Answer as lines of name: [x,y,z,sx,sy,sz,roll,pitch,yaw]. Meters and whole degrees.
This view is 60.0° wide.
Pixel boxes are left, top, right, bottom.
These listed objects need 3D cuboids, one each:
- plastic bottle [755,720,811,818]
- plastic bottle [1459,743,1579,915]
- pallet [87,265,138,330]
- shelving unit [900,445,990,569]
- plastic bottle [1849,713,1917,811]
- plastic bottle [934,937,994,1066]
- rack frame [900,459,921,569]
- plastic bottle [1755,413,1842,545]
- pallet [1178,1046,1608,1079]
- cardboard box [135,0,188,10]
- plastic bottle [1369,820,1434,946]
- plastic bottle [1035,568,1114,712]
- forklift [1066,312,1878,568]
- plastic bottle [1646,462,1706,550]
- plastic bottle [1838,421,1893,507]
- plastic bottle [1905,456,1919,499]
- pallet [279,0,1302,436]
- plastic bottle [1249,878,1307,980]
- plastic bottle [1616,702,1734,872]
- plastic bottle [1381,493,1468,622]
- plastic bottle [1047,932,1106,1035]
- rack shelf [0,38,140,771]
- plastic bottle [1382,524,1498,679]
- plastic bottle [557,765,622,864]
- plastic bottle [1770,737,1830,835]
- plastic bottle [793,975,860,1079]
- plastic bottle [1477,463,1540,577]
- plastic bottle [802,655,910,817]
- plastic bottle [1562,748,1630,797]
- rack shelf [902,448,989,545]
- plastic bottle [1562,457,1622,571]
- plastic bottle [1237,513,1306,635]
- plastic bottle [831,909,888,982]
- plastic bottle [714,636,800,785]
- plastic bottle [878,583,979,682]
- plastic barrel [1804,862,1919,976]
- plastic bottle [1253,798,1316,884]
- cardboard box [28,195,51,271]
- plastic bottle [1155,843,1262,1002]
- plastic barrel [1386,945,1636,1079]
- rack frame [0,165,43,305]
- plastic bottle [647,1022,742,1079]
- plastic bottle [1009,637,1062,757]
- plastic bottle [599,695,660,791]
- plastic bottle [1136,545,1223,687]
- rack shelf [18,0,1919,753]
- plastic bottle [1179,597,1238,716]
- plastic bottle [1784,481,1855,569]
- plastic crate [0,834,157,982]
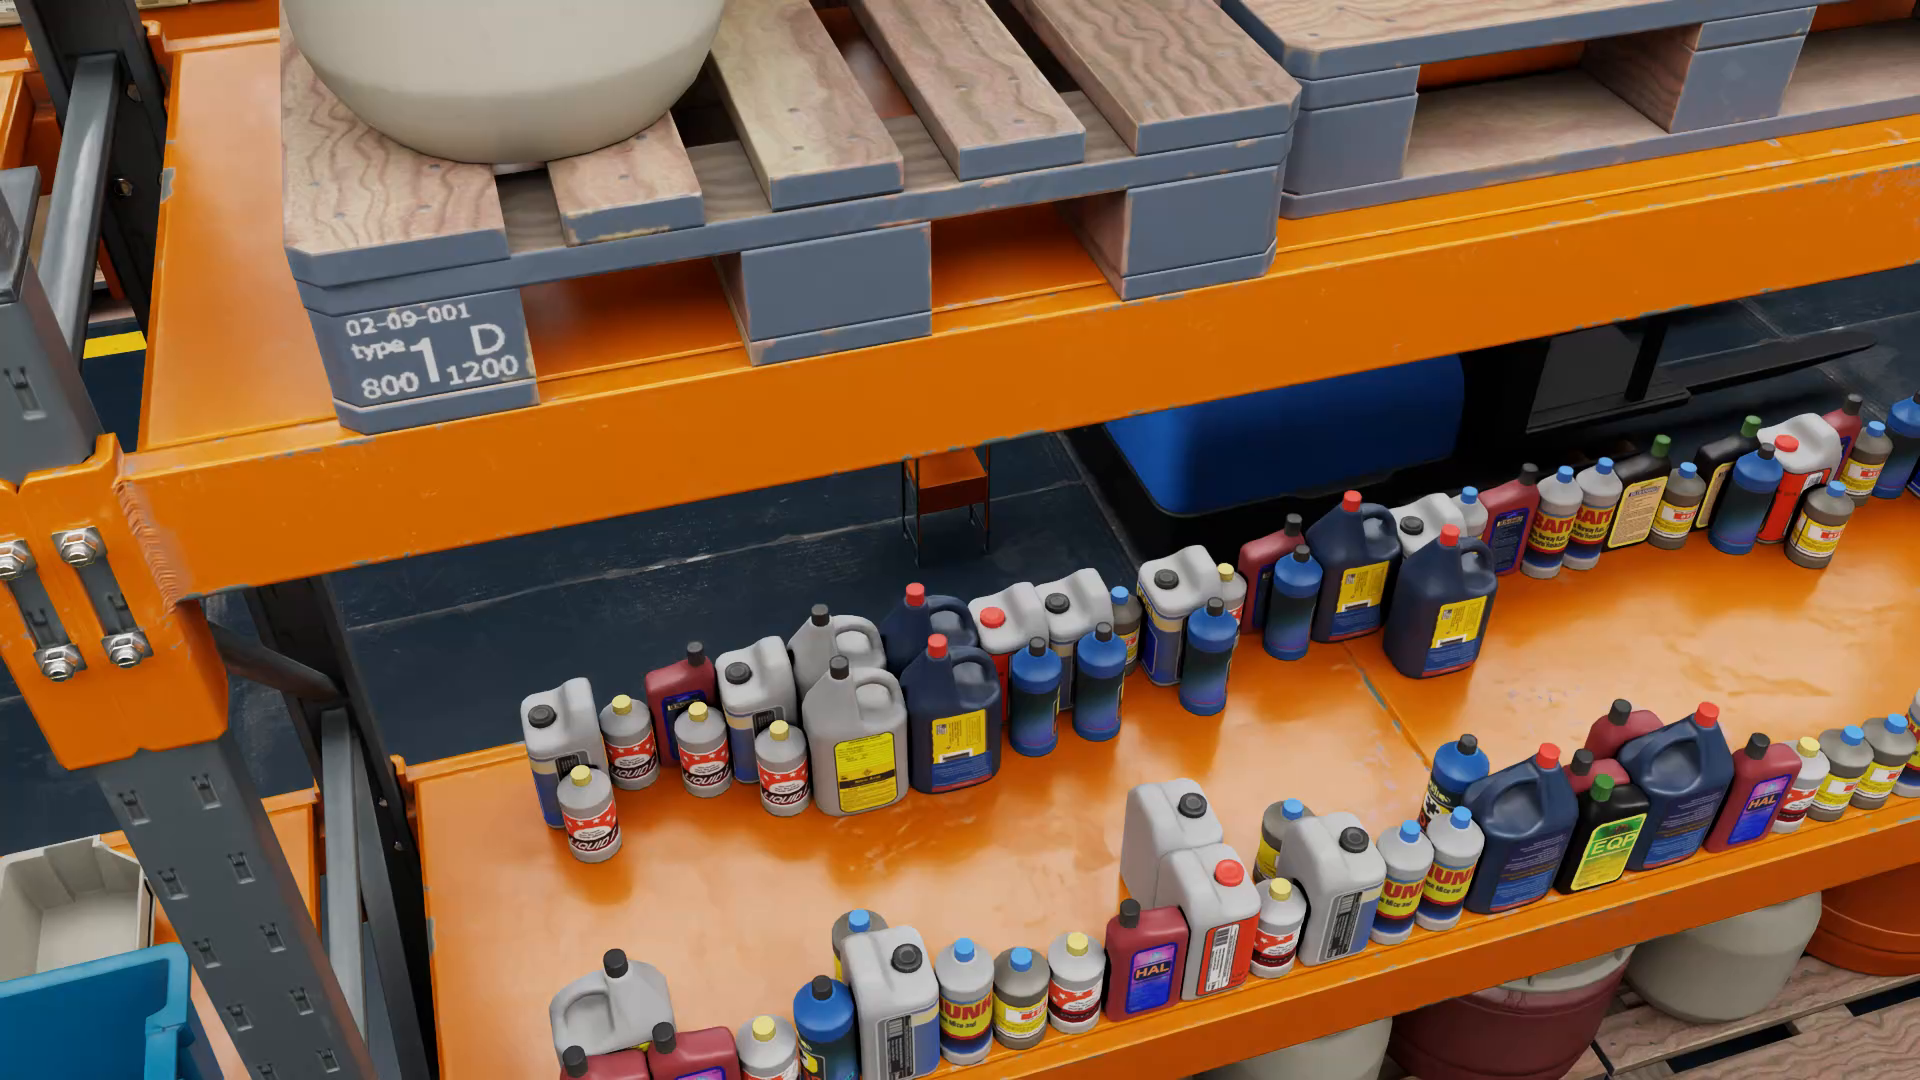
plastic bottle: [-0.335,0.421,3.139,0.097,0.201,0.097,0,41,0]
plastic bottle: [0.983,0.495,2.941,0.185,0.351,0.144,-12,42,-13]
pallet: [-3.254,-1.332,7.114,1.213,0.211,1.003,-12,42,-13]
shelving unit: [-0.051,-0.385,5.392,0.252,1.050,0.215,-12,42,-13]
plastic bottle: [1.741,0.410,3.152,0.097,0.201,0.097,0,41,0]
plastic bottle: [0.007,0.743,2.718,0.097,0.271,0.097,0,41,0]
rack frame: [-0.167,-0.361,5.365,0.008,1.050,0.200,-12,42,-13]
plastic bottle: [1.847,-0.145,3.730,0.135,0.276,0.152,-12,42,-13]
pallet: [0.897,1.305,4.096,1.213,0.211,1.003,-12,42,-13]
cardboard box: [-2.943,-2.072,6.032,0.250,0.149,0.380,-11,42,-12]
plastic bottle: [0.762,0.586,2.897,0.097,0.271,0.097,0,41,0]
plastic bottle: [0.220,0.192,3.344,0.135,0.276,0.152,-12,42,-13]
forklift: [1.925,-1.573,5.322,3.031,2.935,1.130,-13,43,-14]
plastic bottle: [1.601,-0.085,3.718,0.097,0.201,0.097,0,41,0]
plastic bottle: [2.077,-0.183,3.831,0.097,0.201,0.097,0,41,0]
plastic bottle: [2.288,-0.236,3.835,0.135,0.276,0.152,-12,42,-13]
pallet: [-0.299,-0.650,2.078,1.003,0.211,1.213,-12,42,-13]
plastic bottle: [0.541,0.658,2.867,0.097,0.201,0.097,0,41,0]
plastic bottle: [1.286,0.432,3.013,0.185,0.351,0.144,-12,42,-13]
plastic bottle: [0.966,0.038,3.521,0.135,0.276,0.152,-12,42,-13]
plastic bottle: [0.192,0.731,2.785,0.097,0.201,0.097,0,41,0]
rack shelf: [-2.925,0.161,1.552,4.000,0.370,1.077,-12,42,-13]
plastic bottle: [0.986,0.108,3.385,0.185,0.351,0.144,-12,42,-13]
plastic bottle: [-0.683,0.493,3.056,0.097,0.201,0.097,0,41,0]
plastic bottle: [1.555,0.448,3.108,0.097,0.201,0.097,0,41,0]
plastic bottle: [-0.214,0.789,2.665,0.097,0.271,0.097,0,41,0]
plastic bottle: [1.173,-0.039,3.604,0.133,0.283,0.061,-12,42,-13]
plastic bottle: [-0.195,0.347,3.111,0.185,0.351,0.144,-12,42,-13]
plastic bottle: [1.129,0.476,3.013,0.133,0.283,0.061,-12,42,-13]
rack shelf: [-0.051,-0.168,5.582,0.240,0.259,0.215,-12,42,-13]
plastic bottle: [1.381,-0.065,3.643,0.097,0.271,0.097,0,41,0]
plastic bottle: [0.648,0.069,3.479,0.133,0.283,0.061,-12,42,-13]
plastic bottle: [-0.167,0.700,2.820,0.097,0.201,0.097,0,41,0]
plastic bottle: [-0.390,0.319,3.200,0.135,0.276,0.152,-12,42,-13]
plastic bottle: [-0.062,0.220,3.256,0.185,0.351,0.144,-12,42,-13]
plastic barrel: [2.337,0.601,4.113,0.708,0.830,0.600,-12,42,-13]
plastic bottle: [0.588,0.544,2.999,0.097,0.201,0.097,0,41,0]
cardboard box: [-4.017,-1.583,6.578,0.875,0.875,0.875,-12,42,-13]
plastic bottle: [0.422,0.636,2.836,0.135,0.276,0.152,-12,42,-13]
plastic barrel: [1.260,0.915,3.937,0.708,0.588,0.600,-12,42,-13]
rack frame: [-1.017,-1.634,0.781,0.127,3.000,1.000,-12,42,-13]
plastic bottle: [-0.412,0.838,2.600,0.133,0.283,0.061,-12,42,-13]
plastic bottle: [0.146,0.295,3.230,0.097,0.271,0.097,0,41,0]
plastic bottle: [-0.636,0.379,3.188,0.097,0.201,0.097,0,41,0]
plastic bottle: [0.441,0.146,3.397,0.135,0.276,0.152,-12,42,-13]
rack shelf: [0.891,-0.629,2.457,4.000,0.370,1.077,-12,42,-13]
plastic bottle: [0.496,0.223,3.313,0.097,0.271,0.097,0,41,0]
plastic bottle: [1.902,-0.042,3.669,0.097,0.201,0.097,0,41,0]
plastic crate: [-1.504,0.704,2.819,0.243,0.136,0.396,-12,42,-13]
